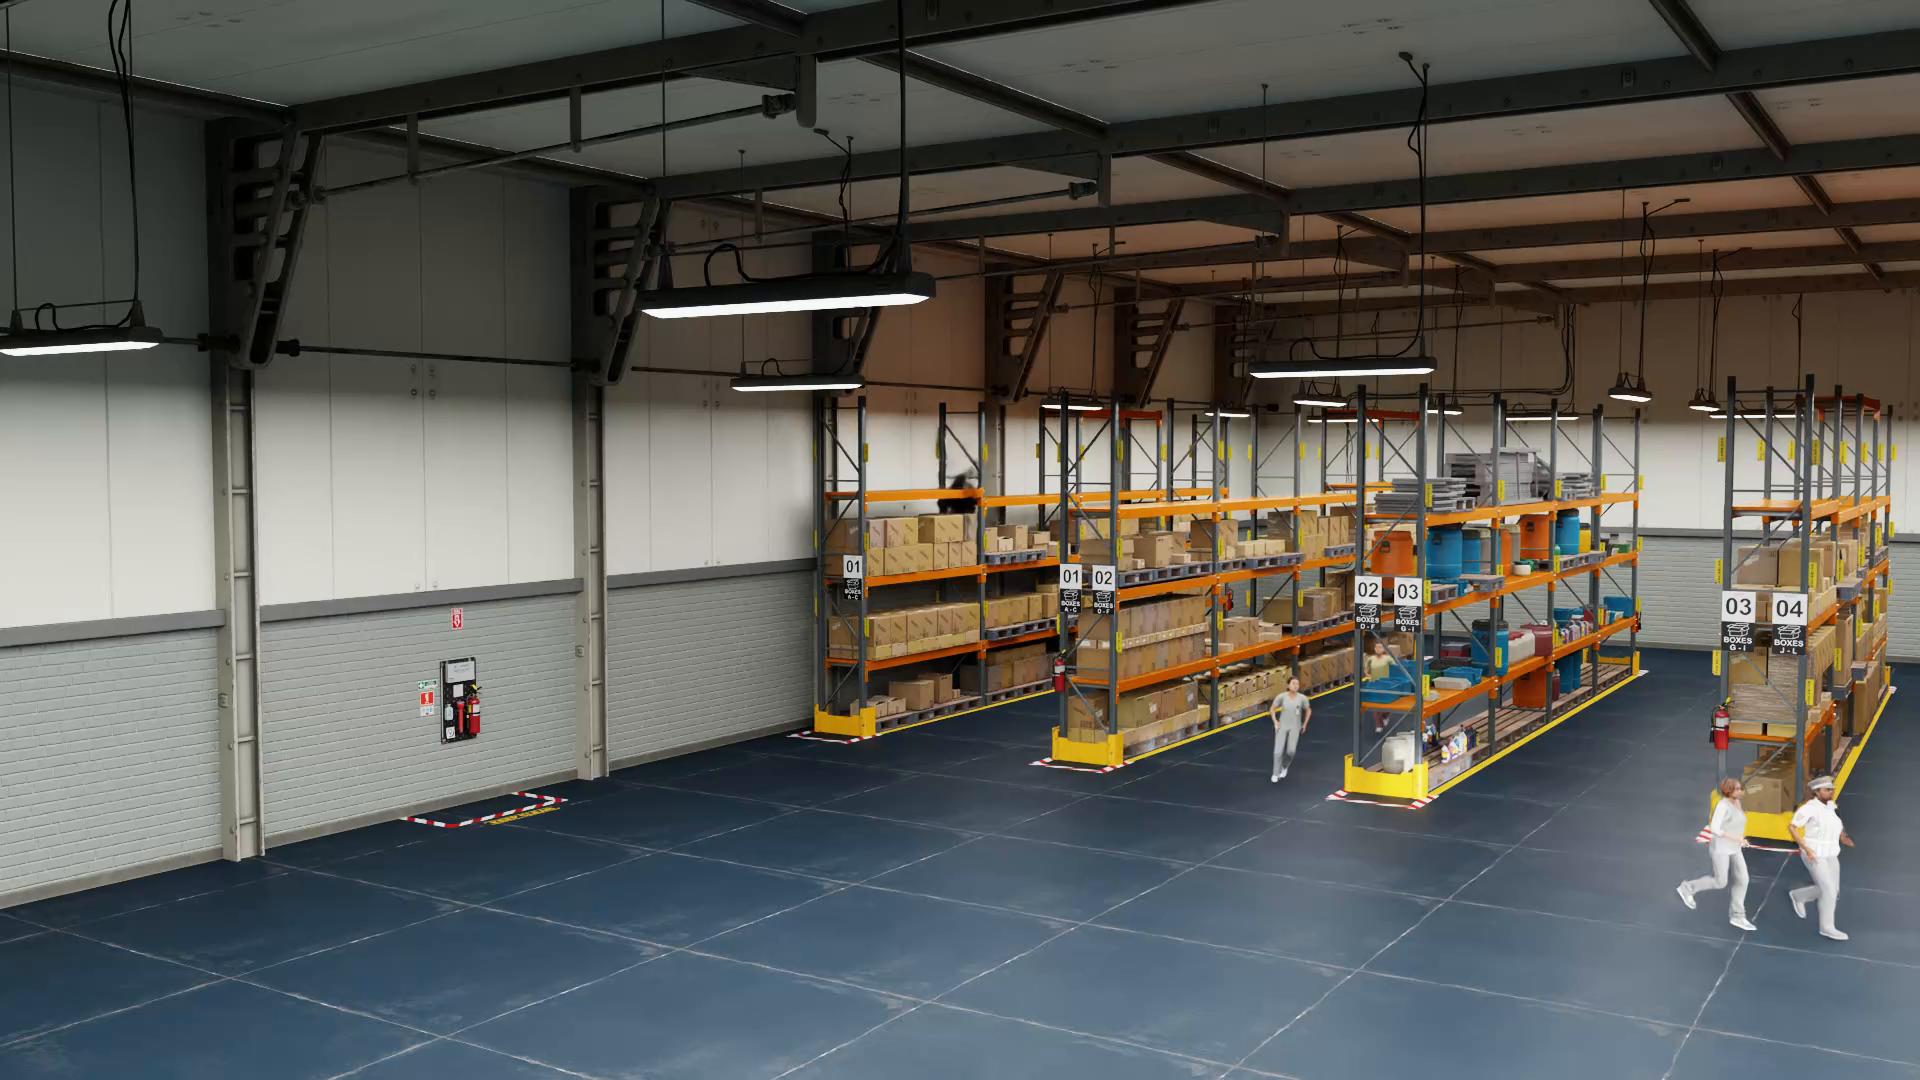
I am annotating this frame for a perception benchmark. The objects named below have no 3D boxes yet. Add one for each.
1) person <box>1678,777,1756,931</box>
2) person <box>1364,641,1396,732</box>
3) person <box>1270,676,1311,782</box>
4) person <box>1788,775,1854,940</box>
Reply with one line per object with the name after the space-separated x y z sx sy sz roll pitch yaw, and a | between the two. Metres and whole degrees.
8.057 3.286 17.642 0.525 1.582 0.822 -2 4 -38 | person
7.493 2.628 29.733 0.574 1.631 0.539 2 3 28 | person
5.010 2.886 25.236 0.621 1.606 0.541 1 3 11 | person
8.908 3.258 17.292 0.576 1.660 0.734 -1 3 -22 | person
